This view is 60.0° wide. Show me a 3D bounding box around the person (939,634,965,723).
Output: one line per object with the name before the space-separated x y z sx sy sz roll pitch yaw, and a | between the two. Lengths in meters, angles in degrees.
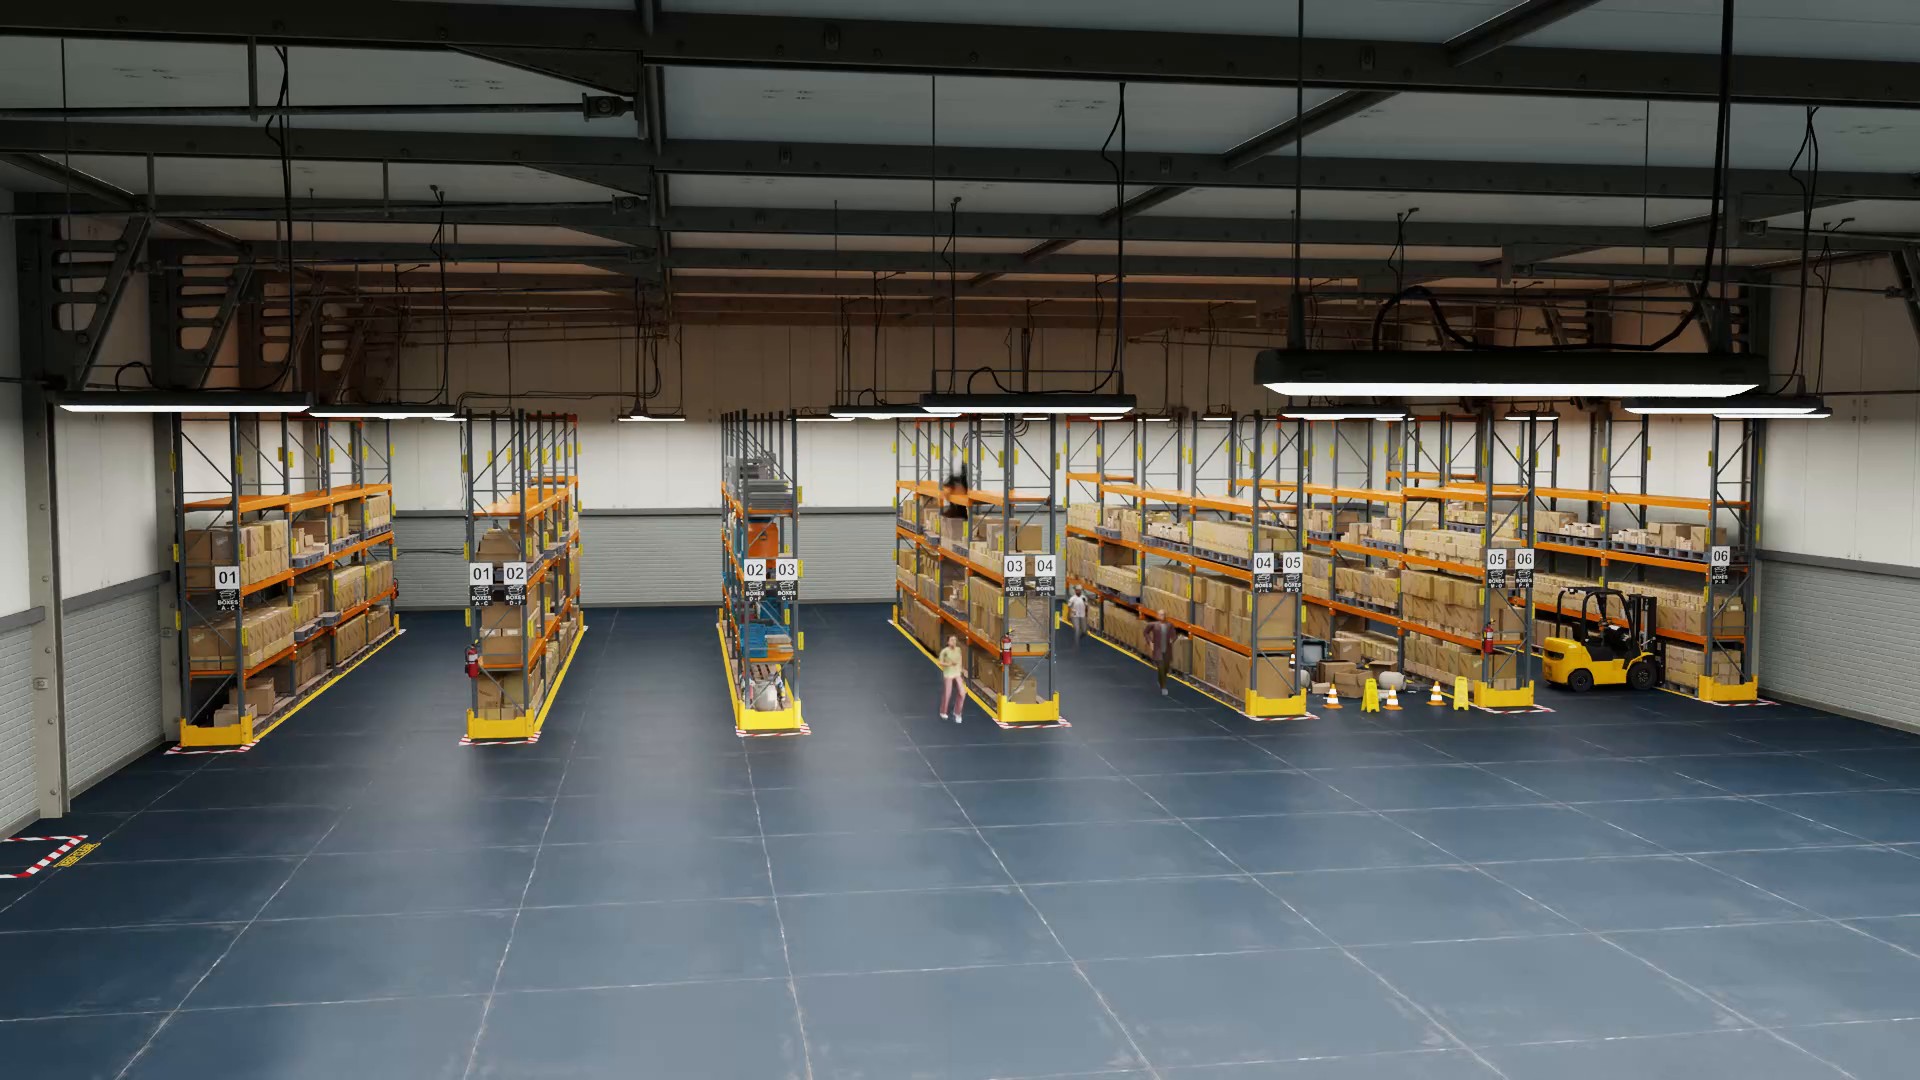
person | -0.161 2.666 31.989 0.577 1.723 0.655 -2 4 -26

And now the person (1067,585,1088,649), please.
person | 3.018 1.950 42.251 0.572 1.651 0.557 -1 4 -12

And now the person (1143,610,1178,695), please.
person | 4.274 2.359 35.289 0.713 1.771 0.937 -1 4 -10

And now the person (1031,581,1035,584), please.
person | 2.205 1.606 45.906 0.670 1.776 1.007 -1 4 -9
